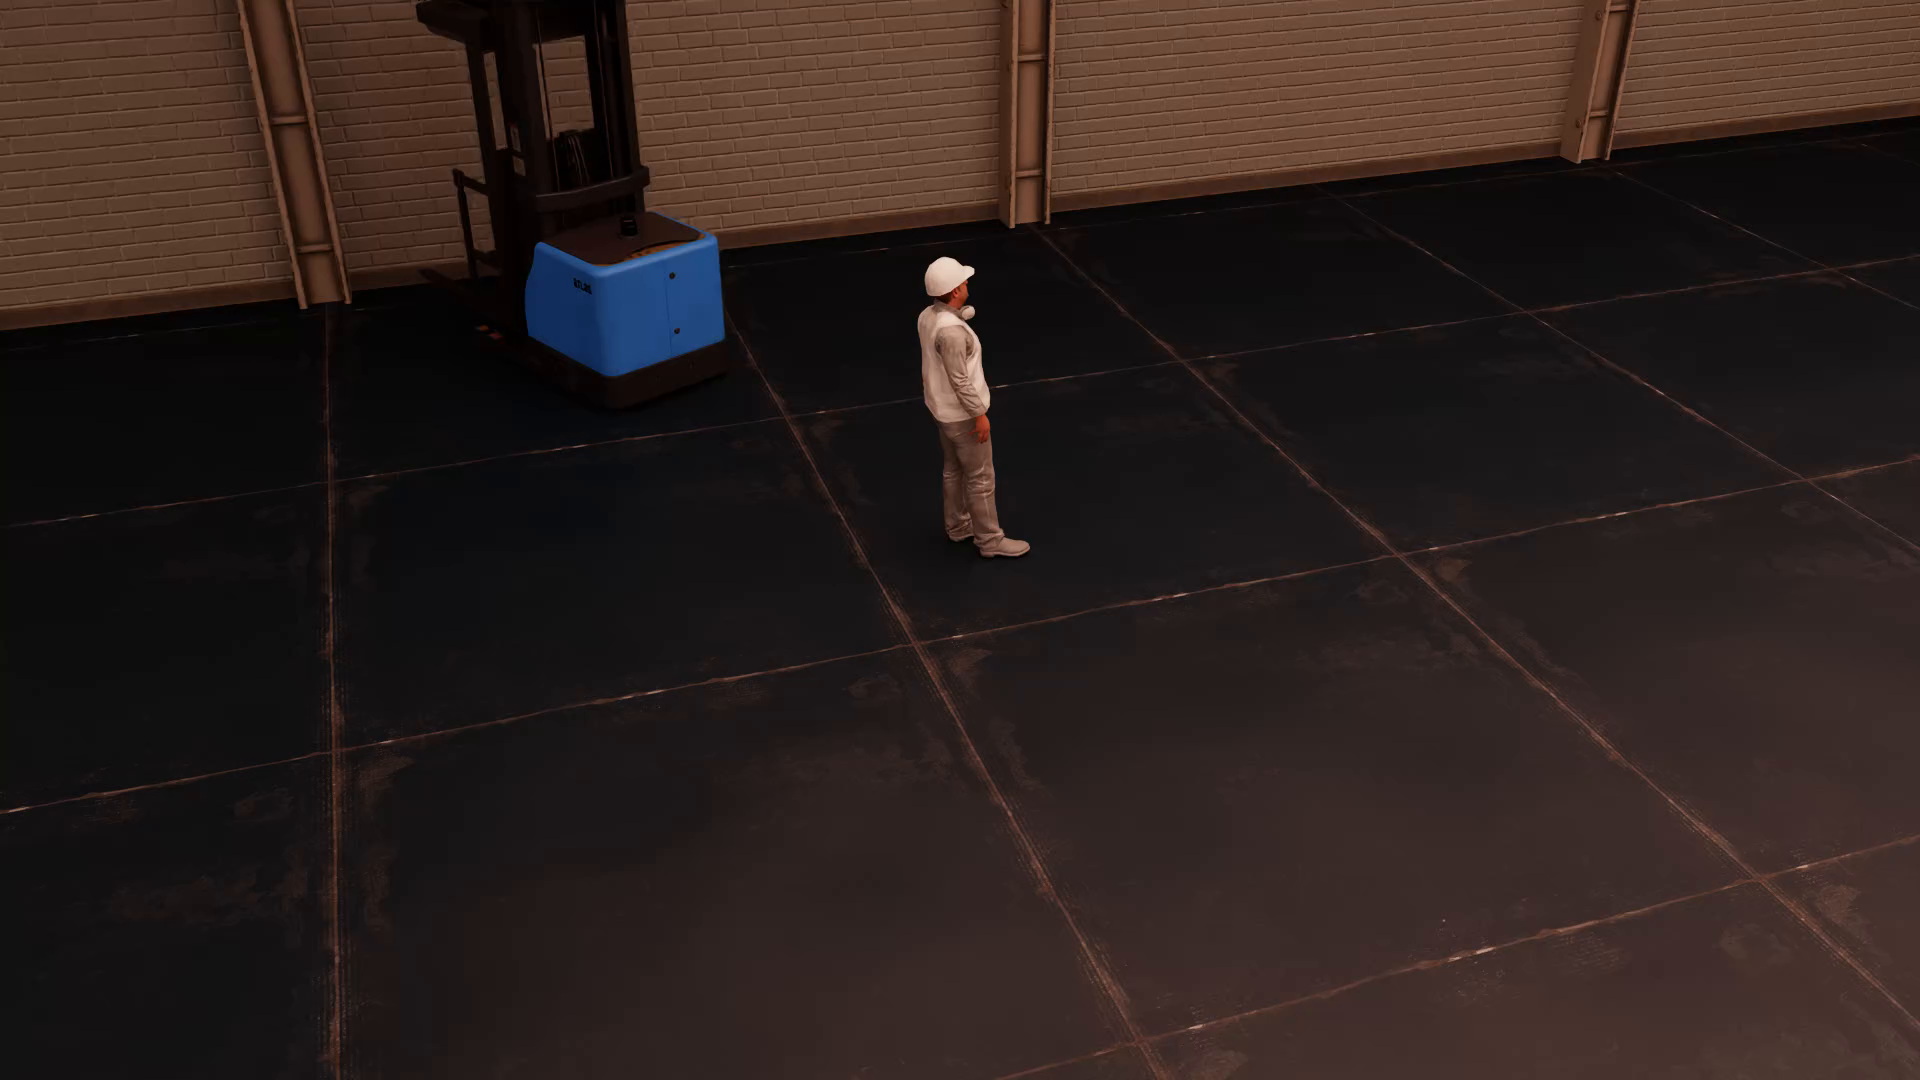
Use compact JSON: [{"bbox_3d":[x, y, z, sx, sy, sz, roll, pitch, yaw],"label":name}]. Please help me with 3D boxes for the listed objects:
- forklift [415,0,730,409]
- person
[{"bbox_3d":[-3.051,-2.811,11.973,1.130,2.935,3.031,-26,39,-37],"label":"forklift"},{"bbox_3d":[0.063,-0.780,9.588,0.566,1.775,0.626,-10,31,-16],"label":"person"}]
